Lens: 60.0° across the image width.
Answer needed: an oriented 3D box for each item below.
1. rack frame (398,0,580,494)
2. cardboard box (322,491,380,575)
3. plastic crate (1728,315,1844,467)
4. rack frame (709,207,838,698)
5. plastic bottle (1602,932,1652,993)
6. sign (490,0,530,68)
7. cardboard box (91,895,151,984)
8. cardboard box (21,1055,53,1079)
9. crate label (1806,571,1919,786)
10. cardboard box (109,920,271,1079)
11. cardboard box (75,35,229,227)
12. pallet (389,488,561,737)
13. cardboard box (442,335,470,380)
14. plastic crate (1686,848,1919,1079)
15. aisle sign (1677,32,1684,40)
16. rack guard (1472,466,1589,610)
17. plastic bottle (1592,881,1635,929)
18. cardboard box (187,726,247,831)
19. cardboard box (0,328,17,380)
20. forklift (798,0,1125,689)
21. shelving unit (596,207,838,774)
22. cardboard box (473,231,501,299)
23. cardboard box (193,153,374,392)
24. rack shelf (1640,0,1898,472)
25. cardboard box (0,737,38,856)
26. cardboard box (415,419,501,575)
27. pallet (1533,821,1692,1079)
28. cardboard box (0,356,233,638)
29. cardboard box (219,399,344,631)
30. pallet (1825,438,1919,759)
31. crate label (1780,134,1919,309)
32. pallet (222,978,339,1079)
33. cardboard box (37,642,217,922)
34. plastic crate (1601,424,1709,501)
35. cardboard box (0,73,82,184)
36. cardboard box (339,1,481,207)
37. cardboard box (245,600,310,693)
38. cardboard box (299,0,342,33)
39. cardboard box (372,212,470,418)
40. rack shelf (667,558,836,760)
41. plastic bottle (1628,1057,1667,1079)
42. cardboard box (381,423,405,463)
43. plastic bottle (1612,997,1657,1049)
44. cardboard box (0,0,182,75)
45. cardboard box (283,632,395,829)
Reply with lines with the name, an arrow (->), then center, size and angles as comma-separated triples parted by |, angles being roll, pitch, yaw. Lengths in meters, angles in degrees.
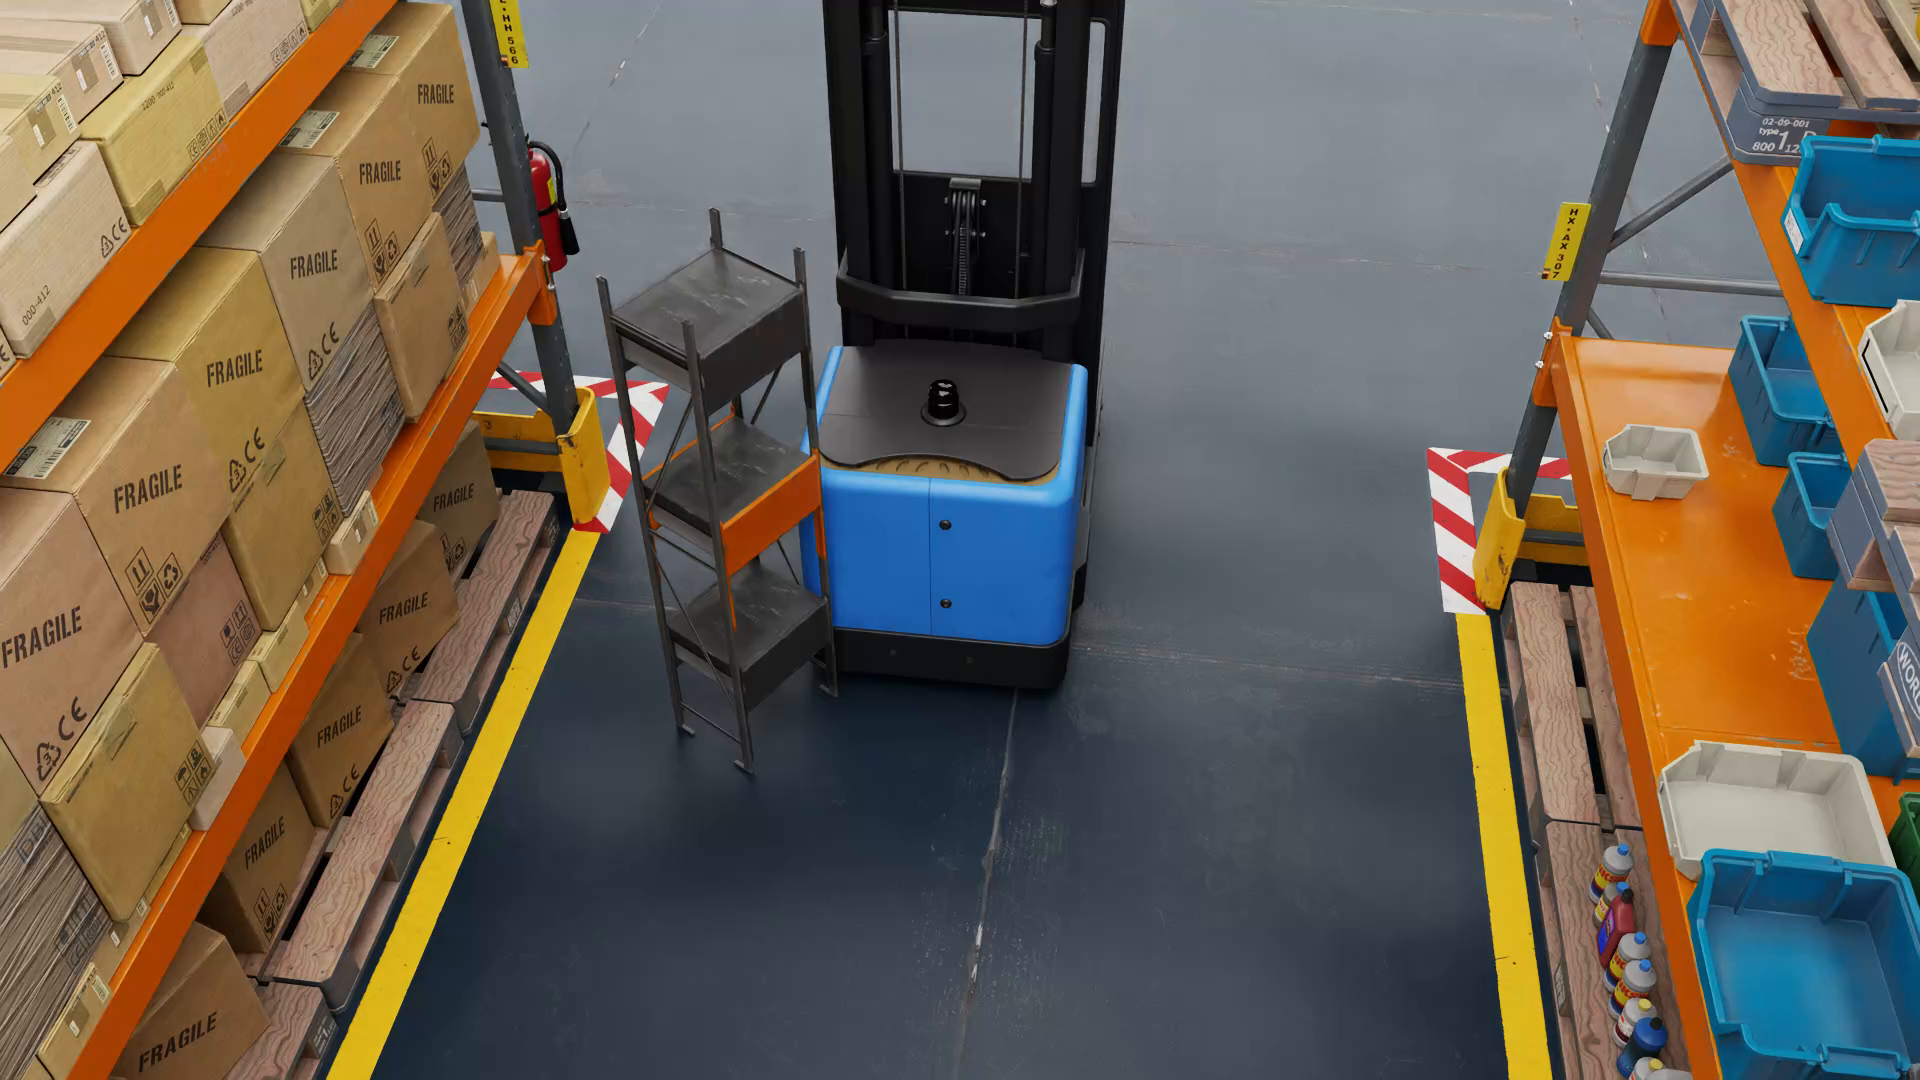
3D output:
rack frame -> -2.169, -1.376, 6.543 | 1.000, 3.000, 0.127 | 5, 44, 6
cardboard box -> -2.097, -0.040, 5.315 | 0.380, 0.149, 0.250 | 5, 44, 6
plastic crate -> 2.971, -0.503, 5.730 | 0.499, 0.251, 0.616 | 5, 44, 6
rack frame -> -0.646, -0.222, 5.979 | 0.400, 2.100, 0.015 | 28, 50, 27
plastic bottle -> 2.146, 1.346, 5.333 | 0.097, 0.271, 0.097 | 0, 43, 0
sign -> -1.622, -1.847, 5.969 | 0.100, 0.325, 0.005 | 5, 44, 6
cardboard box -> -2.320, 0.980, 4.238 | 0.380, 0.149, 0.250 | 5, 44, 6
cardboard box -> -2.372, 1.322, 3.877 | 0.380, 0.149, 0.250 | 5, 44, 6
crate label -> 2.765, 0.341, 4.705 | 0.502, 0.435, 0.616 | 5, 44, 6
cardboard box -> -2.537, 1.446, 5.077 | 0.500, 0.500, 0.500 | 19, 46, 19
cardboard box -> -2.182, -1.027, 4.102 | 0.500, 0.250, 0.500 | 5, 44, 5
pallet -> -2.322, 0.239, 6.866 | 1.003, 0.211, 1.213 | 5, 44, 6
cardboard box -> -2.018, -0.726, 6.040 | 0.380, 0.149, 0.250 | 5, 44, 6
plastic crate -> 2.089, 1.076, 4.063 | 0.499, 0.251, 0.616 | 5, 44, 6
aisle sign -> 2.459, -1.945, 5.254 | 0.394, 0.787, 0.004 | 5, 44, 6
rack guard -> 2.777, 0.038, 6.868 | 1.175, 0.500, 0.348 | 5, 44, 6
plastic bottle -> 2.178, 1.209, 5.529 | 0.097, 0.201, 0.097 | 0, 43, 0
cardboard box -> -2.223, 0.642, 4.595 | 0.380, 0.149, 0.250 | 5, 44, 6
cardboard box -> -2.320, -0.329, 3.365 | 0.500, 0.250, 0.500 | 5, 44, 5
forklift -> 0.080, -1.494, 6.718 | 1.130, 2.935, 3.031 | 5, 44, 5
shelving unit -> -0.797, -0.090, 5.840 | 0.431, 2.100, 0.503 | 28, 50, 27
cardboard box -> -2.002, -1.072, 6.405 | 0.380, 0.149, 0.250 | 5, 44, 6
cardboard box -> -2.126, -0.804, 4.923 | 0.500, 0.500, 0.500 | 5, 44, 6
rack shelf -> 2.476, -0.390, 3.844 | 1.077, 0.370, 4.000 | 5, 44, 6
cardboard box -> -2.387, 0.559, 3.483 | 0.500, 0.500, 0.500 | 5, 44, 6
cardboard box -> -2.268, -0.197, 6.811 | 0.500, 0.500, 0.500 | 13, 45, 13
pallet -> 2.500, 1.525, 5.508 | 1.003, 0.211, 1.213 | 5, 44, 6
cardboard box -> -2.255, -0.122, 4.203 | 0.500, 0.500, 0.500 | 5, 44, 6
cardboard box -> -2.403, -0.120, 4.928 | 0.875, 0.500, 0.500 | 5, 44, 6
pallet -> 2.210, 0.279, 2.751 | 1.213, 0.211, 1.003 | 5, 44, 6
crate label -> 2.165, -0.715, 3.772 | 0.502, 0.251, 0.408 | 5, 44, 6
pallet -> -2.644, 1.902, 5.110 | 1.003, 0.211, 1.213 | 5, 44, 6
cardboard box -> -2.476, 0.567, 4.202 | 0.875, 0.500, 0.500 | 5, 44, 6
plastic crate -> 2.303, -0.249, 5.545 | 0.298, 0.136, 0.250 | 5, 44, 6
cardboard box -> -2.215, -0.915, 3.694 | 0.380, 0.149, 0.250 | 4, 44, 5
cardboard box -> -1.997, -1.486, 5.643 | 0.500, 0.500, 0.500 | 5, 44, 6
cardboard box -> -2.186, 0.299, 4.958 | 0.380, 0.149, 0.250 | 5, 44, 6
cardboard box -> -2.044, -1.718, 4.833 | 0.500, 0.250, 0.500 | 5, 44, 6
cardboard box -> -2.216, -0.796, 5.642 | 0.875, 0.500, 0.500 | 5, 44, 6
rack shelf -> -0.797, 0.428, 6.331 | 0.431, 0.518, 0.480 | 28, 50, 27
plastic bottle -> 2.093, 1.648, 5.066 | 0.097, 0.201, 0.097 | 0, 43, 0
cardboard box -> -2.141, -0.391, 5.686 | 0.380, 0.149, 0.250 | 5, 44, 6
plastic bottle -> 2.120, 1.507, 5.214 | 0.097, 0.201, 0.097 | 0, 43, 0
cardboard box -> -2.158, -1.269, 4.068 | 0.380, 0.149, 0.250 | 3, 44, 3
cardboard box -> -2.415, 0.639, 5.928 | 0.500, 0.500, 0.500 | 9, 44, 9
